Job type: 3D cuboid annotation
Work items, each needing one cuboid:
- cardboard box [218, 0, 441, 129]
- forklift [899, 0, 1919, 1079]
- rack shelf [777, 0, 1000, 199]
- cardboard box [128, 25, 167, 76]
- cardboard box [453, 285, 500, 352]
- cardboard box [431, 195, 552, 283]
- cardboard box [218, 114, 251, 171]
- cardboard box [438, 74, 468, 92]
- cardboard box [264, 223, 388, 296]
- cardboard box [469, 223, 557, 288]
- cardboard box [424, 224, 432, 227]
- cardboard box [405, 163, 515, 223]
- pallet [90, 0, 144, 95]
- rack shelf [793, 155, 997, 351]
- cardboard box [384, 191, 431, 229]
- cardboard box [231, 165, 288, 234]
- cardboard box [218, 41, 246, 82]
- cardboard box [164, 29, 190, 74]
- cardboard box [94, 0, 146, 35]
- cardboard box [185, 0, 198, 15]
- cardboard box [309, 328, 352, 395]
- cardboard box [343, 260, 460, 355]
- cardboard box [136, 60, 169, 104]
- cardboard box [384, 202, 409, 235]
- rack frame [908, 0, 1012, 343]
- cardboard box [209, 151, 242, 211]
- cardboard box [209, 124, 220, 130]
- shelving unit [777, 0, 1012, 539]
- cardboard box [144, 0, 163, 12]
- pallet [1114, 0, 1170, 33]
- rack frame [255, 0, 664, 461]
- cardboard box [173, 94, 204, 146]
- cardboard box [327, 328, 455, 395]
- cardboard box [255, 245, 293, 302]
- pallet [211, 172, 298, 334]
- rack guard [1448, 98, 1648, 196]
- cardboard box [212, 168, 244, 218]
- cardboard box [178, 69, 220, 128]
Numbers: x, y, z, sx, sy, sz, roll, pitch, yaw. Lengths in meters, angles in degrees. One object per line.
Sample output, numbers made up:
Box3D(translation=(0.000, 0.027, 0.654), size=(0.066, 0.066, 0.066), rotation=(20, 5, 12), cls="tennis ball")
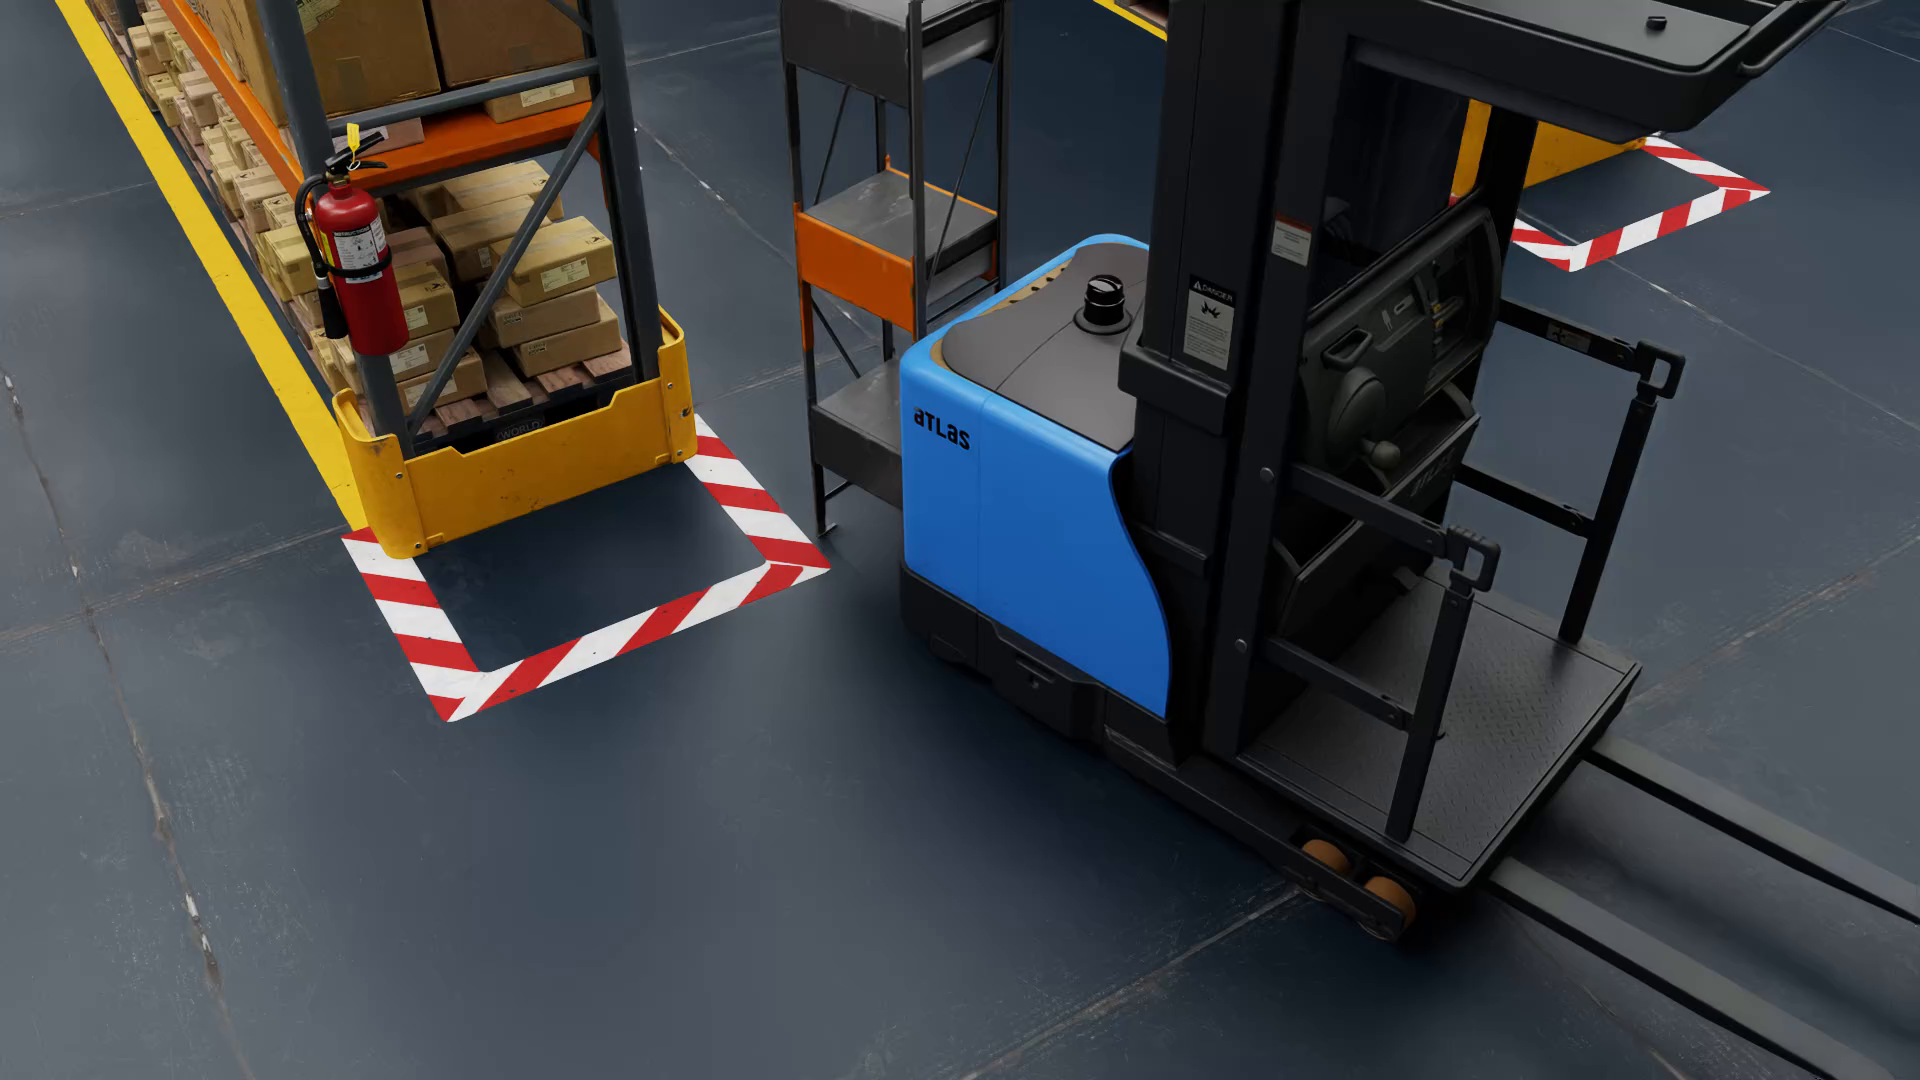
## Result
Box3D(translation=(-1.946, -1.629, 5.051), size=(0.500, 0.500, 0.500), rotation=(-21, 44, -24), cls="cardboard box")
Box3D(translation=(1.251, -0.440, 3.988), size=(3.031, 2.935, 1.130), rotation=(29, 48, 30), cls="forklift")
Box3D(translation=(-0.179, -1.333, 4.637), size=(0.480, 0.518, 0.431), rotation=(29, 48, 30), cls="rack shelf")
Box3D(translation=(-3.713, -2.356, 7.901), size=(0.380, 0.149, 0.250), rotation=(-20, 44, -22), cls="cardboard box")
Box3D(translation=(-1.709, -0.894, 6.379), size=(0.380, 0.149, 0.250), rotation=(-22, 45, -25), cls="cardboard box")
Box3D(translation=(-1.732, -1.124, 6.190), size=(0.380, 0.149, 0.250), rotation=(-21, 44, -24), cls="cardboard box")
Box3D(translation=(-2.809, -1.666, 6.841), size=(0.380, 0.149, 0.250), rotation=(-22, 45, -24), cls="cardboard box")
Box3D(translation=(-1.557, -1.637, 5.567), size=(0.380, 0.149, 0.250), rotation=(-21, 44, -23), cls="cardboard box")
Box3D(translation=(-2.319, -1.067, 6.121), size=(0.380, 0.149, 0.250), rotation=(-23, 45, -25), cls="cardboard box")
Box3D(translation=(-1.652, -1.041, 6.323), size=(0.380, 0.149, 0.250), rotation=(-22, 45, -25), cls="cardboard box")
Box3D(translation=(-2.111, -1.307, 6.874), size=(0.380, 0.149, 0.250), rotation=(-22, 45, -24), cls="cardboard box")
Box3D(translation=(-1.963, -1.410, 6.533), size=(0.380, 0.149, 0.250), rotation=(-24, 46, -26), cls="cardboard box")
Box3D(translation=(-4.058, -2.830, 8.981), size=(1.003, 0.211, 1.213), rotation=(-22, 45, -24), cls="pallet")
Box3D(translation=(-0.178, -0.796, 5.086), size=(0.480, 0.518, 0.431), rotation=(29, 48, 30), cls="rack shelf")
Box3D(translation=(-2.128, -1.429, 6.788), size=(0.380, 0.149, 0.250), rotation=(-24, 46, -26), cls="cardboard box")
Box3D(translation=(-2.596, -1.354, 6.466), size=(0.380, 0.149, 0.250), rotation=(-21, 44, -23), cls="cardboard box")
Box3D(translation=(-2.308, -1.712, 5.657), size=(0.380, 0.149, 0.250), rotation=(-21, 44, -23), cls="cardboard box")
Box3D(translation=(-3.352, -2.230, 7.517), size=(0.380, 0.149, 0.250), rotation=(-23, 45, -25), cls="cardboard box")
Box3D(translation=(-4.249, -2.995, 8.626), size=(0.500, 0.500, 0.500), rotation=(-23, 45, -25), cls="cardboard box")
Box3D(translation=(-2.499, -2.179, 5.711), size=(0.500, 0.500, 0.500), rotation=(-22, 45, -24), cls="cardboard box")
Box3D(translation=(-2.170, -0.705, 6.151), size=(0.380, 0.149, 0.250), rotation=(-21, 44, -23), cls="cardboard box")
Box3D(translation=(-1.986, -0.815, 5.820), size=(0.380, 0.149, 0.250), rotation=(-22, 44, -24), cls="cardboard box")
Box3D(translation=(-3.713, -2.240, 7.994), size=(0.380, 0.149, 0.250), rotation=(-24, 46, -26), cls="cardboard box")
Box3D(translation=(-2.351, -1.150, 6.453), size=(0.380, 0.149, 0.250), rotation=(-23, 45, -25), cls="cardboard box")
Box3D(translation=(0.006, -0.704, 4.954), size=(0.015, 2.100, 0.400), rotation=(29, 48, 30), cls="rack frame")
Box3D(translation=(-2.876, -1.528, 6.907), size=(0.380, 0.149, 0.250), rotation=(-22, 44, -24), cls="cardboard box")
Box3D(translation=(-3.069, -1.828, 7.267), size=(0.380, 0.149, 0.250), rotation=(-20, 44, -22), cls="cardboard box")
Box3D(translation=(-0.178, -0.806, 5.077), size=(0.503, 2.100, 0.431), rotation=(29, 48, 30), cls="shelving unit")
Box3D(translation=(-3.628, -2.519, 7.864), size=(0.380, 0.149, 0.250), rotation=(-20, 44, -23), cls="cardboard box")
Box3D(translation=(1.601, -2.966, 9.145), size=(1.003, 0.211, 1.213), rotation=(-22, 45, -24), cls="pallet")
Box3D(translation=(-1.487, -1.322, 4.994), size=(1.000, 3.000, 0.127), rotation=(-22, 45, -24), cls="rack frame")
Box3D(translation=(-3.393, -1.980, 7.682), size=(0.380, 0.149, 0.250), rotation=(-22, 45, -25), cls="cardboard box")
Box3D(translation=(-2.012, -0.689, 5.901), size=(0.380, 0.149, 0.250), rotation=(-23, 45, -25), cls="cardboard box")
Box3D(translation=(-2.573, -1.122, 6.652), size=(0.380, 0.149, 0.250), rotation=(-24, 46, -26), cls="cardboard box")
Box3D(translation=(-2.587, -1.401, 7.266), size=(1.003, 0.211, 1.213), rotation=(-22, 45, -24), cls="pallet")
Box3D(translation=(2.762, -2.002, 7.762), size=(1.175, 0.500, 0.348), rotation=(-22, 45, -24), cls="rack guard")
Box3D(translation=(-2.981, -1.554, 7.171), size=(0.380, 0.149, 0.250), rotation=(-23, 45, -26), cls="cardboard box")
Box3D(translation=(-3.125, -1.932, 7.159), size=(0.380, 0.149, 0.250), rotation=(-21, 44, -24), cls="cardboard box")
